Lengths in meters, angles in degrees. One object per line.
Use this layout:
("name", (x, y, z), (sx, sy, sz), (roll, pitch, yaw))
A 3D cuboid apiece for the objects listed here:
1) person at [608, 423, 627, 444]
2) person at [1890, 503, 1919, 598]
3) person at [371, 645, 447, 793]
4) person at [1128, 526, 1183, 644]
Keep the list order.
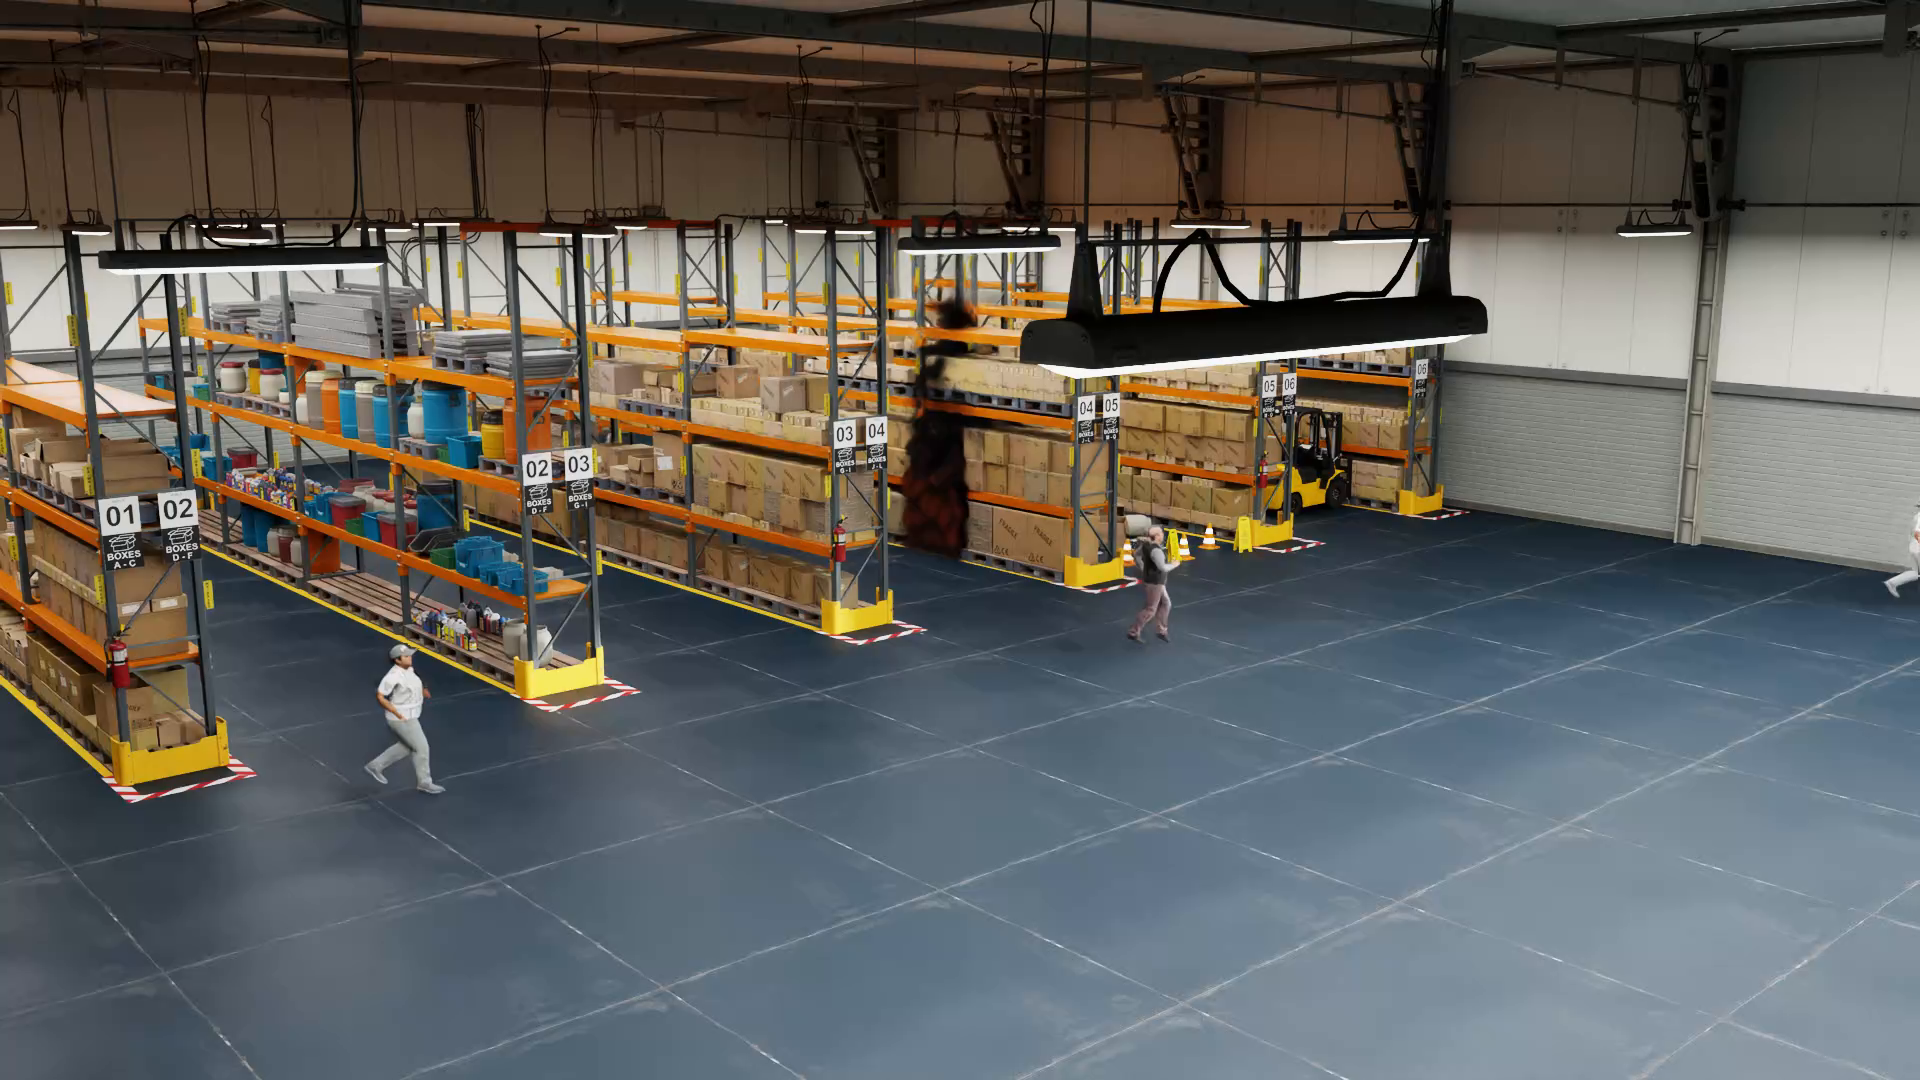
("person", (-7.574, -1.790, 36.698), (0.550, 1.627, 0.862), (-9, 14, -36))
("person", (15.403, 0.185, 26.536), (0.817, 1.743, 0.675), (3, 12, 14))
("person", (-6.040, 1.950, 18.105), (0.785, 1.670, 0.600), (-1, 11, -7))
("person", (2.842, 0.675, 24.126), (0.821, 1.772, 0.680), (-1, 11, -7))
